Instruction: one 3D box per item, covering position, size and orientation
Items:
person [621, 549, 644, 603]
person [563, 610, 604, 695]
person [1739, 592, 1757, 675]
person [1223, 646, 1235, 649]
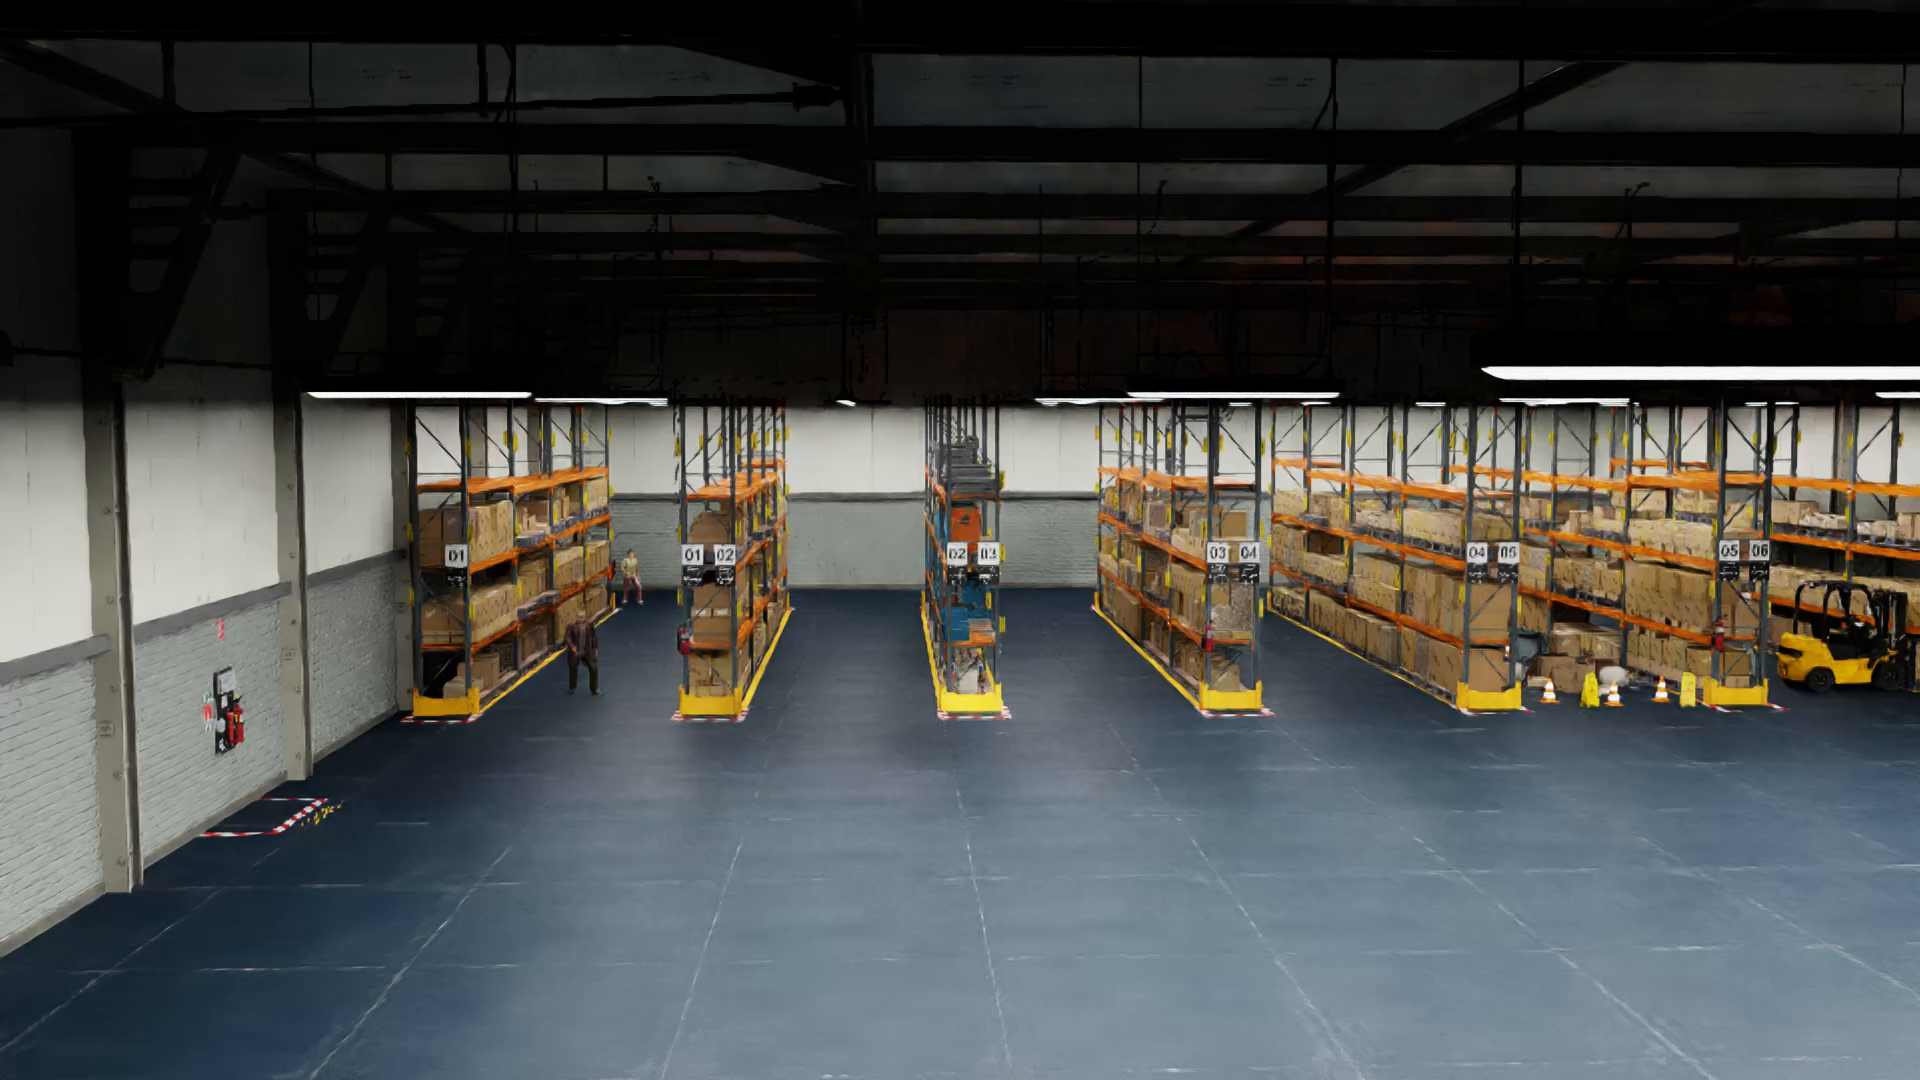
[{"bbox_3d":[-9.637,1.065,48.699,0.612,1.610,0.790,-2,5,-23],"label":"person"},{"bbox_3d":[-7.556,2.234,33.195,0.733,1.716,0.872,-2,5,-21],"label":"person"},{"bbox_3d":[16.881,1.996,35.830,0.580,1.763,0.673,2,5,28],"label":"person"},{"bbox_3d":[6.376,1.712,39.652,0.402,1.736,0.650,-1,5,-16],"label":"person"}]
